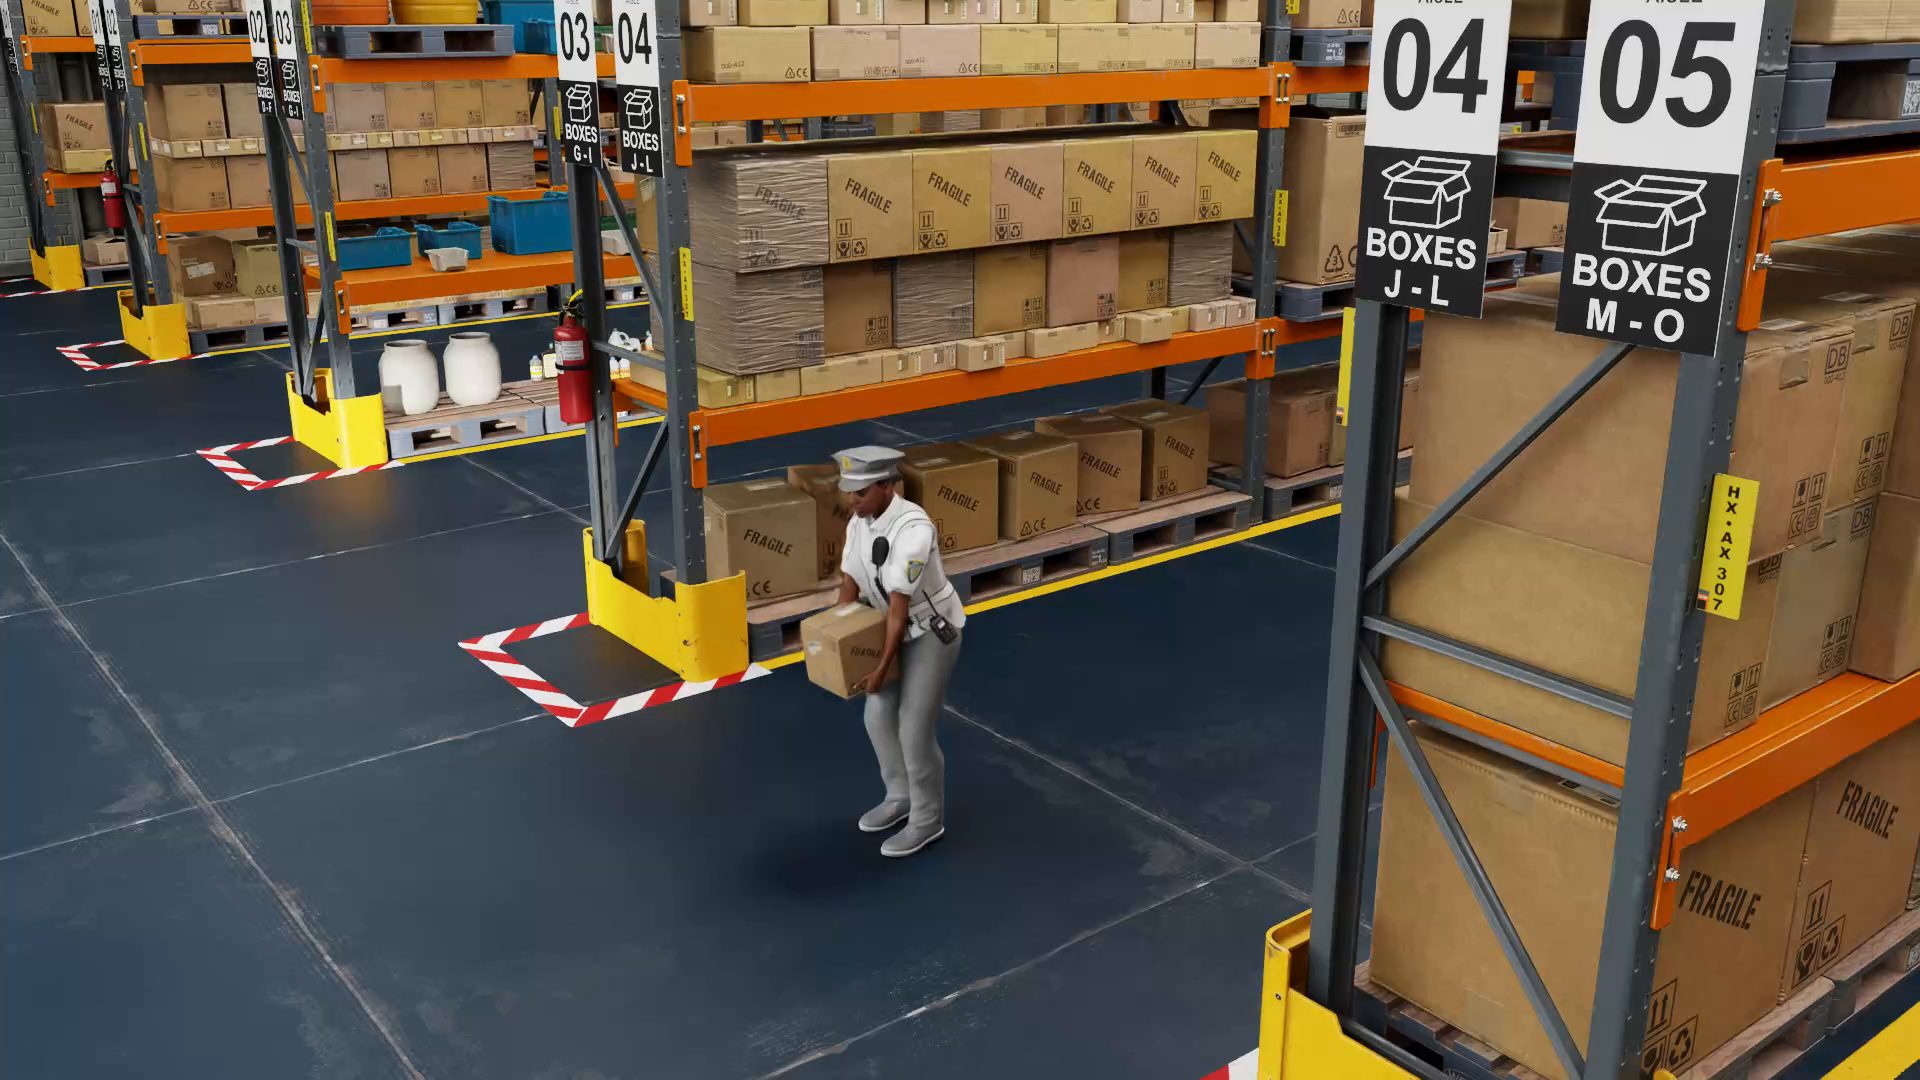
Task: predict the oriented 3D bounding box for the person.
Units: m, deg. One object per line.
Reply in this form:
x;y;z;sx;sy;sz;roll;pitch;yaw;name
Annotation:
-0.252;0.411;6.354;0.561;1.623;0.414;-14;23;-37;person
